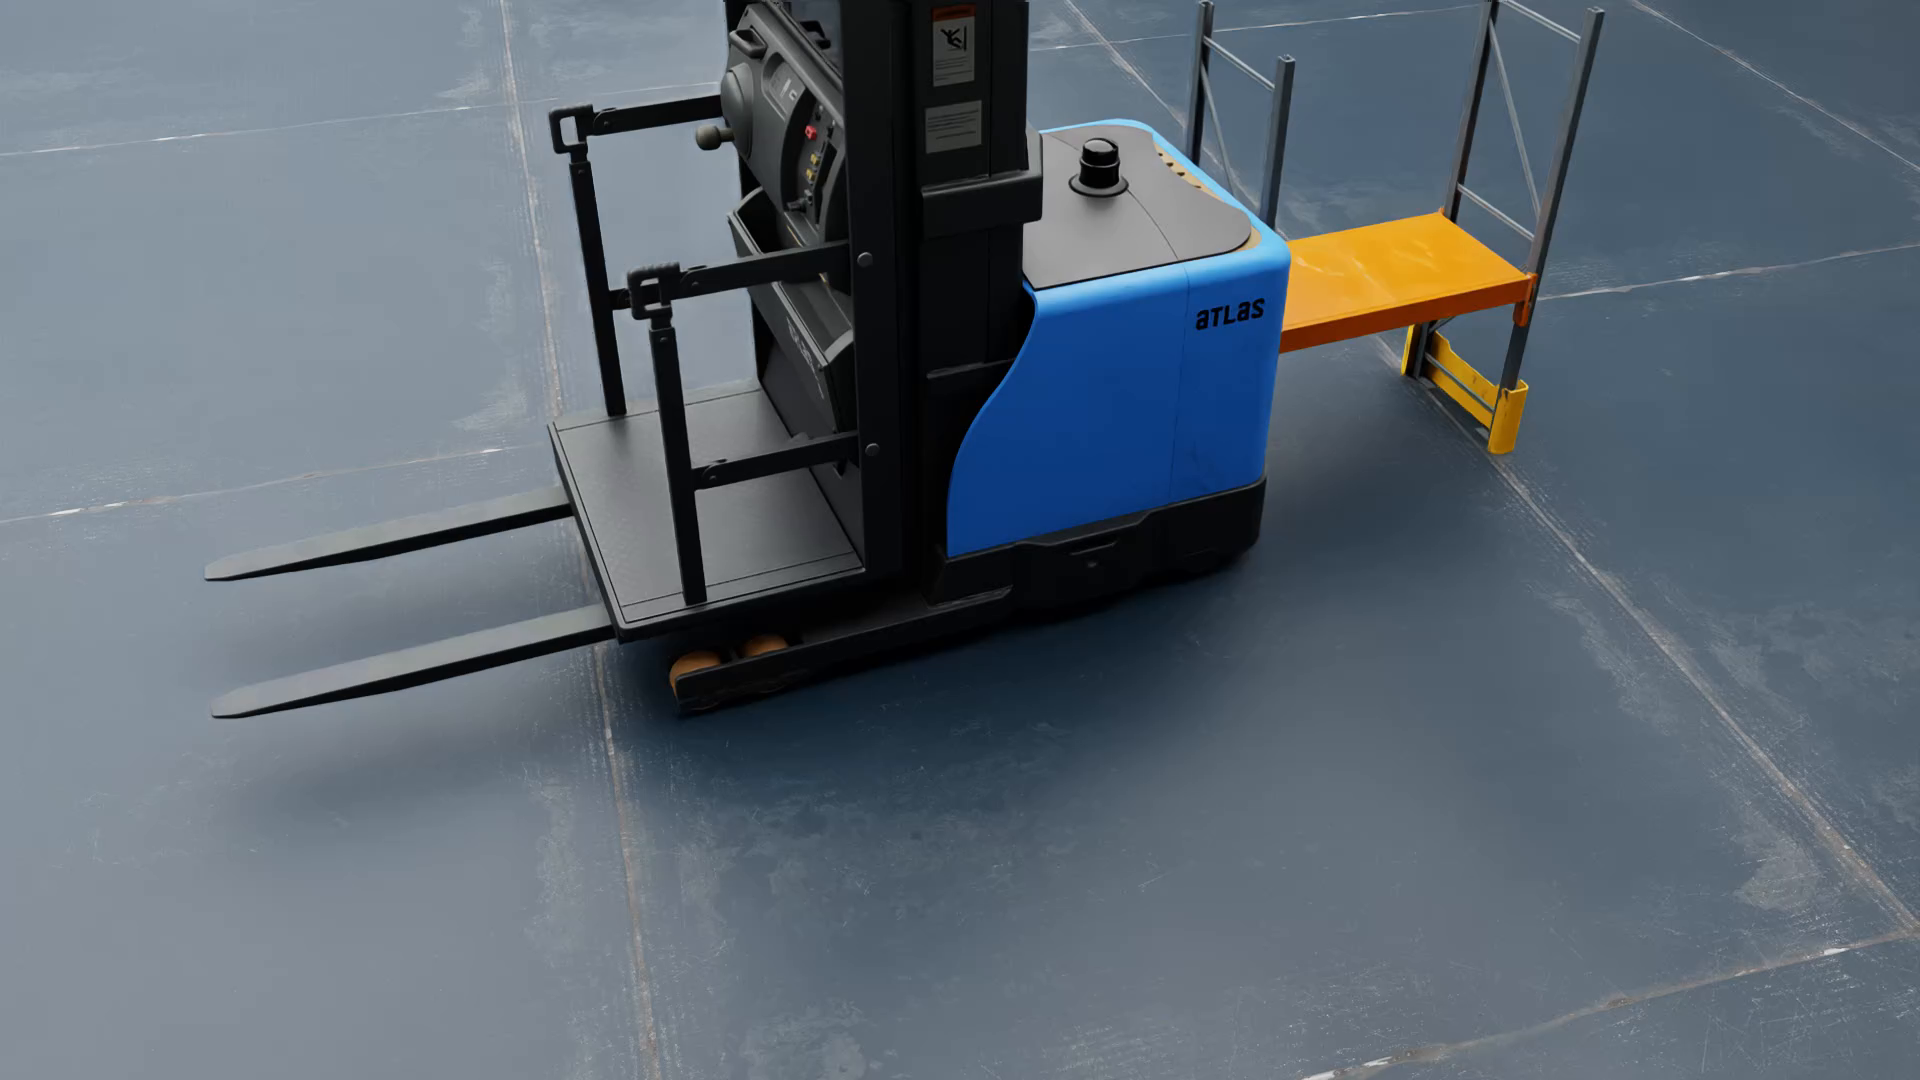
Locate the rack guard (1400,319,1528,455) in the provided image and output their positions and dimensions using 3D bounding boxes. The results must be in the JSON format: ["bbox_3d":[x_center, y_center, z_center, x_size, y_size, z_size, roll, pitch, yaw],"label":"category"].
[{"bbox_3d":[1.741,-0.559,5.775,0.087,0.250,0.587,-13,39,-17],"label":"rack guard"}]

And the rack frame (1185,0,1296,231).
[{"bbox_3d":[0.796,-0.830,5.100,0.032,1.500,0.500,-13,39,-17],"label":"rack frame"}]

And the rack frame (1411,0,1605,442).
[{"bbox_3d":[1.742,-1.056,5.396,0.032,1.500,0.500,-13,39,-17],"label":"rack frame"}]

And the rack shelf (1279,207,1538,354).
[{"bbox_3d":[1.269,-0.800,5.357,1.000,0.185,0.538,-13,39,-17],"label":"rack shelf"}]

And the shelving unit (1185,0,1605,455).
[{"bbox_3d":[1.278,-0.945,5.251,1.083,1.500,0.587,-13,39,-17],"label":"shelving unit"}]

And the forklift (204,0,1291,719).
[{"bbox_3d":[-0.642,-1.055,4.217,3.031,2.935,1.130,-13,39,-17],"label":"forklift"}]
